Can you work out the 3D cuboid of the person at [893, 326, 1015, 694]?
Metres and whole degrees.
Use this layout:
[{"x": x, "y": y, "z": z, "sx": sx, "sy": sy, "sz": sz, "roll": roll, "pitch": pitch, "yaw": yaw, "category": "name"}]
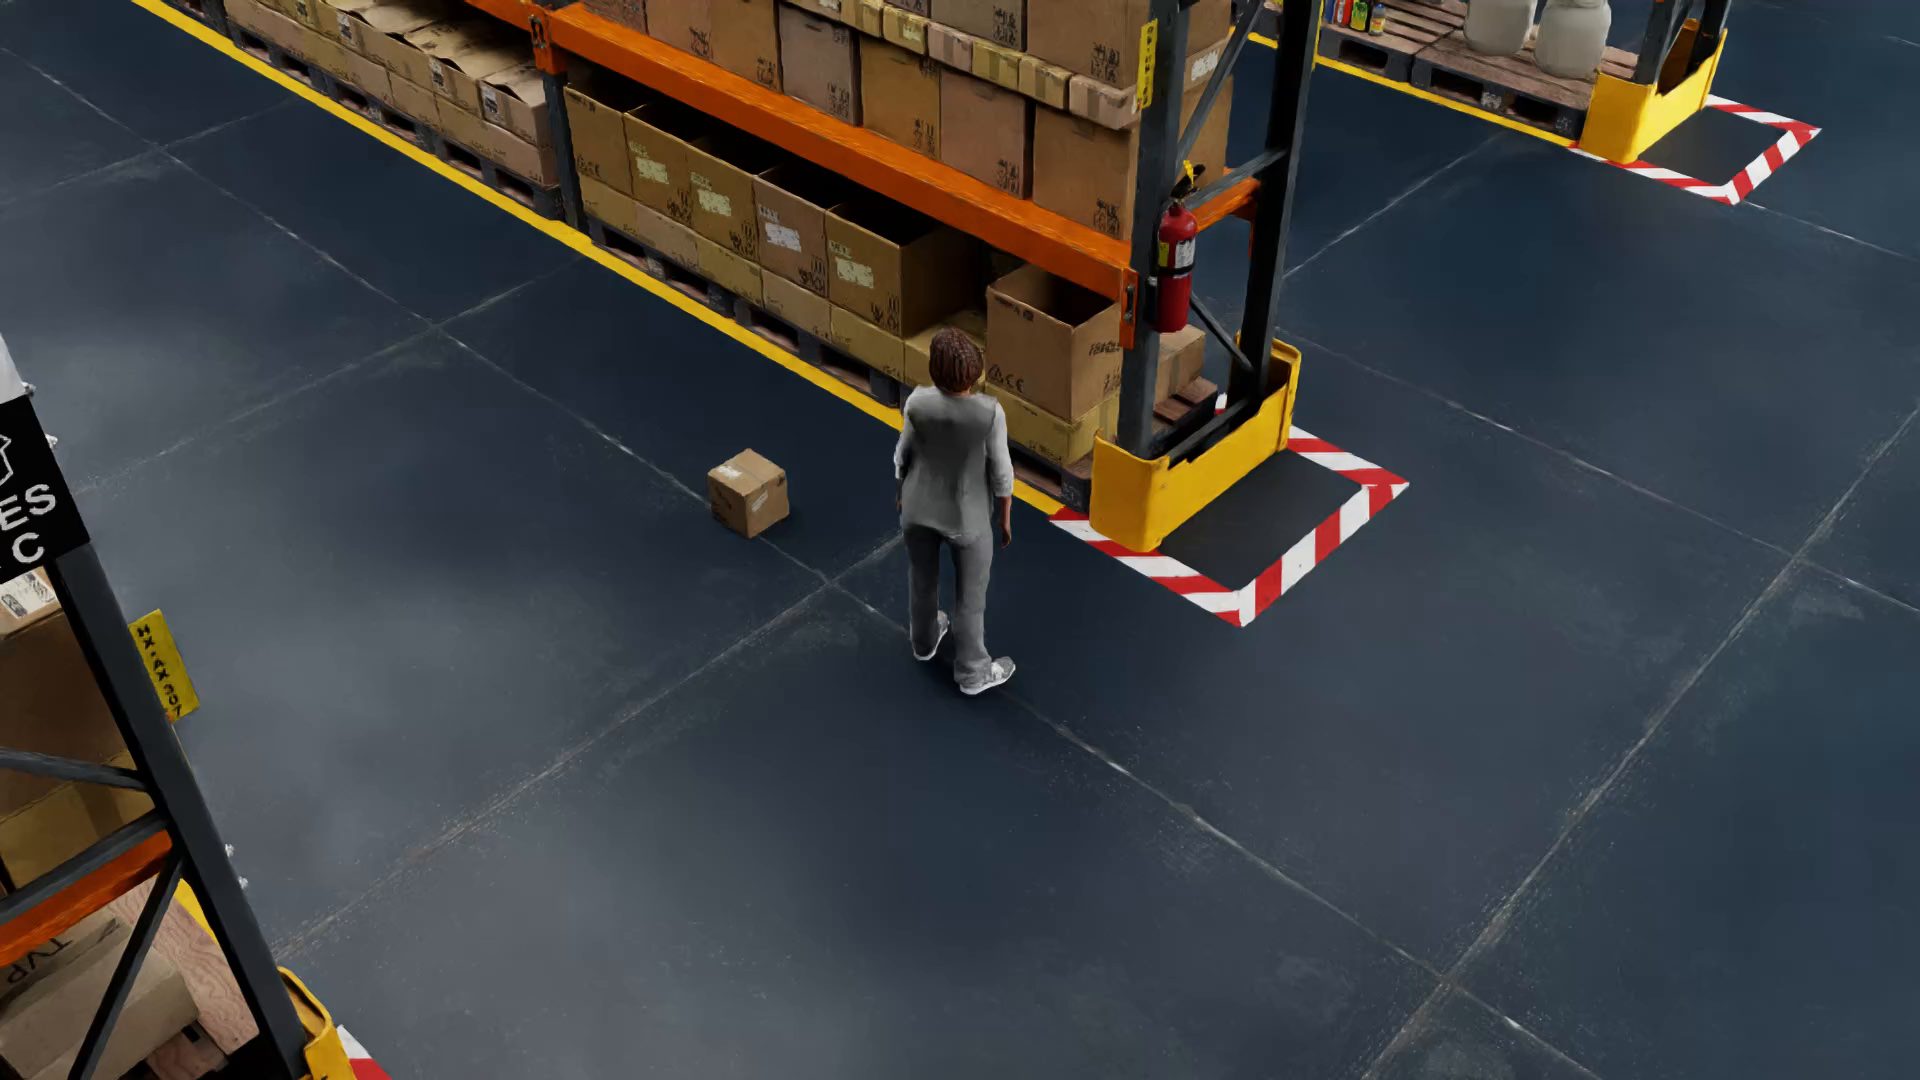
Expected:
[{"x": -0.016, "y": -0.119, "z": 6.265, "sx": 0.491, "sy": 1.603, "sz": 0.419, "roll": 10, "pitch": 41, "yaw": 11, "category": "person"}]
